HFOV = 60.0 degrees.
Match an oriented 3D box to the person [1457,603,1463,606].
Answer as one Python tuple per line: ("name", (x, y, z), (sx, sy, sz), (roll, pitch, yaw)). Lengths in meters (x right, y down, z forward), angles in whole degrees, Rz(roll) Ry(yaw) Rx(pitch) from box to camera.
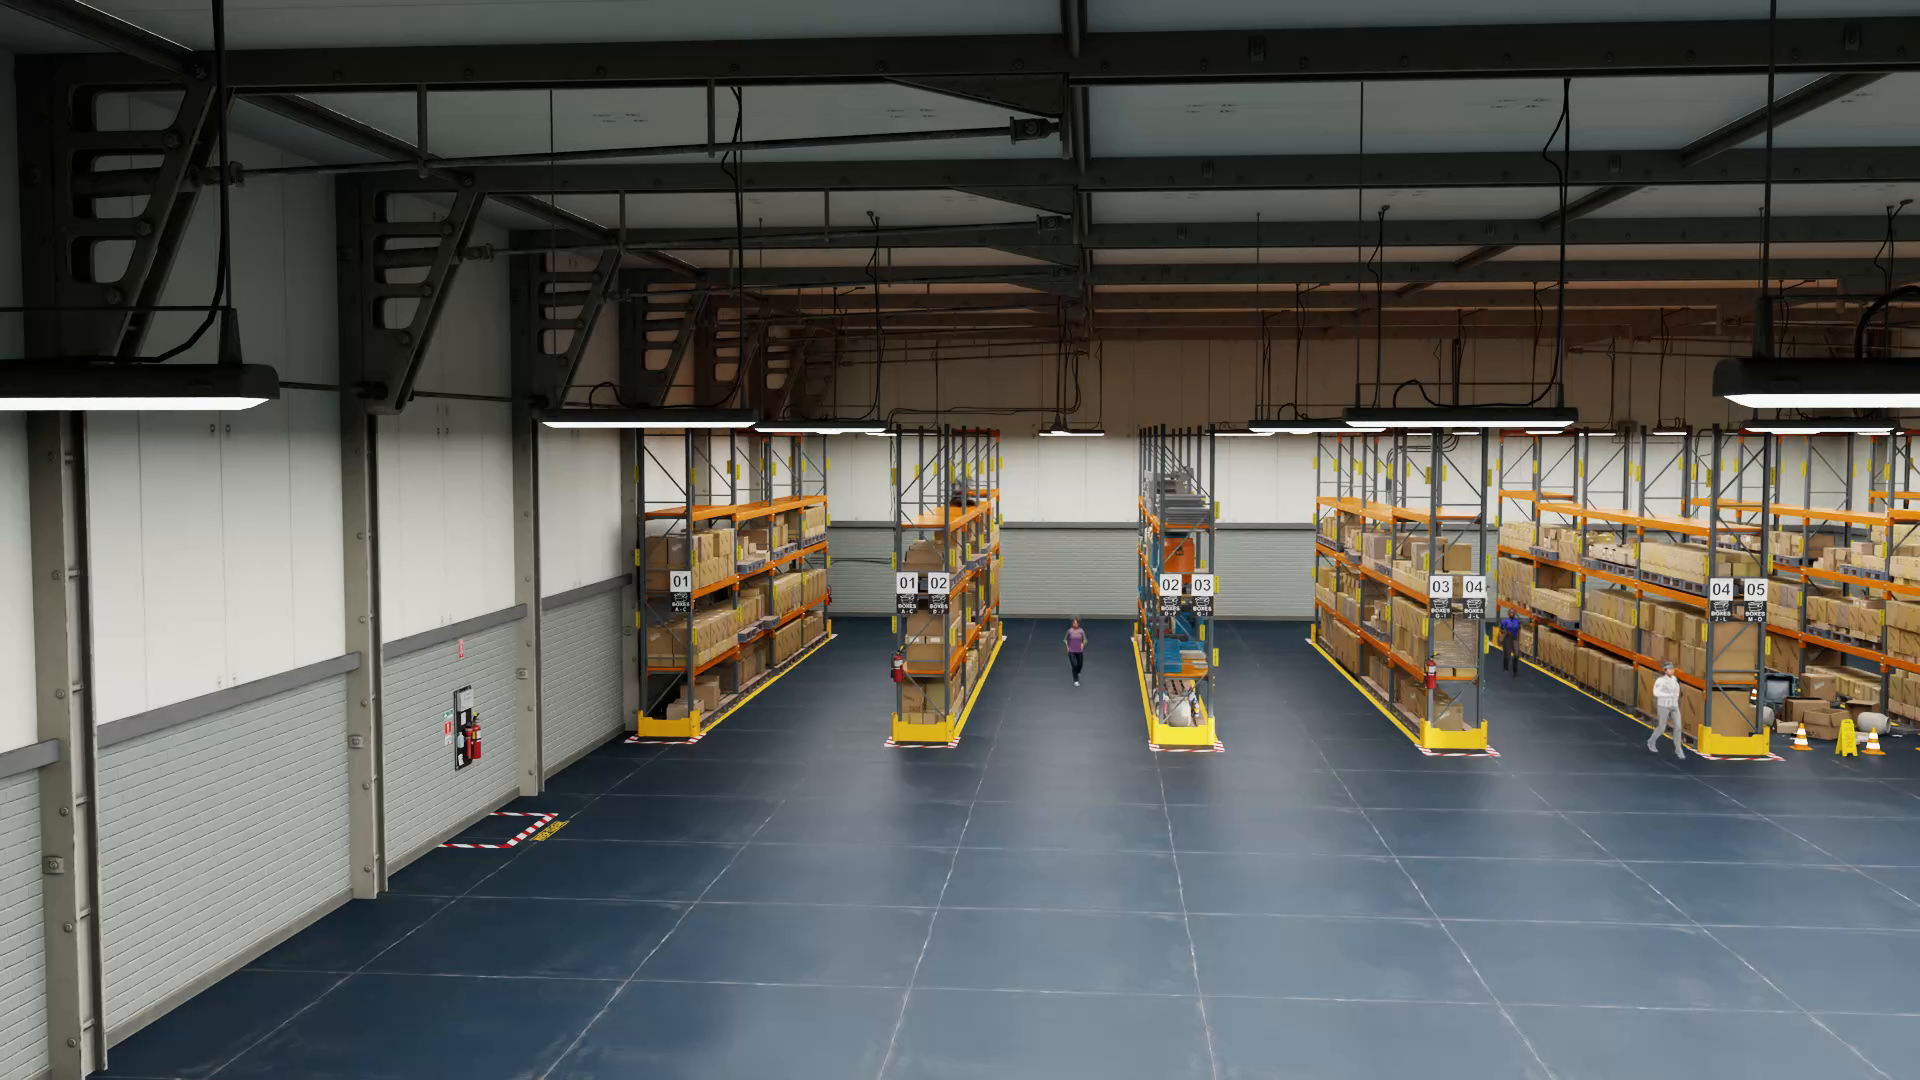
("person", (13.543, 2.175, 45.341), (0.606, 1.656, 0.673), (1, 4, 19))

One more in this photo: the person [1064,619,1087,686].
("person", (2.673, 2.593, 38.563), (0.529, 1.556, 0.602), (0, 3, 0))

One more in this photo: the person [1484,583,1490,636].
("person", (14.847, 2.023, 47.598), (0.560, 1.668, 0.730), (1, 4, 10))

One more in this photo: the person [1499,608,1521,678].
("person", (13.235, 2.486, 39.957), (0.566, 1.704, 0.727), (0, 3, 4))

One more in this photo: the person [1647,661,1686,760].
("person", (12.743, 3.050, 29.976), (0.614, 1.749, 0.771), (-1, 4, -17))
